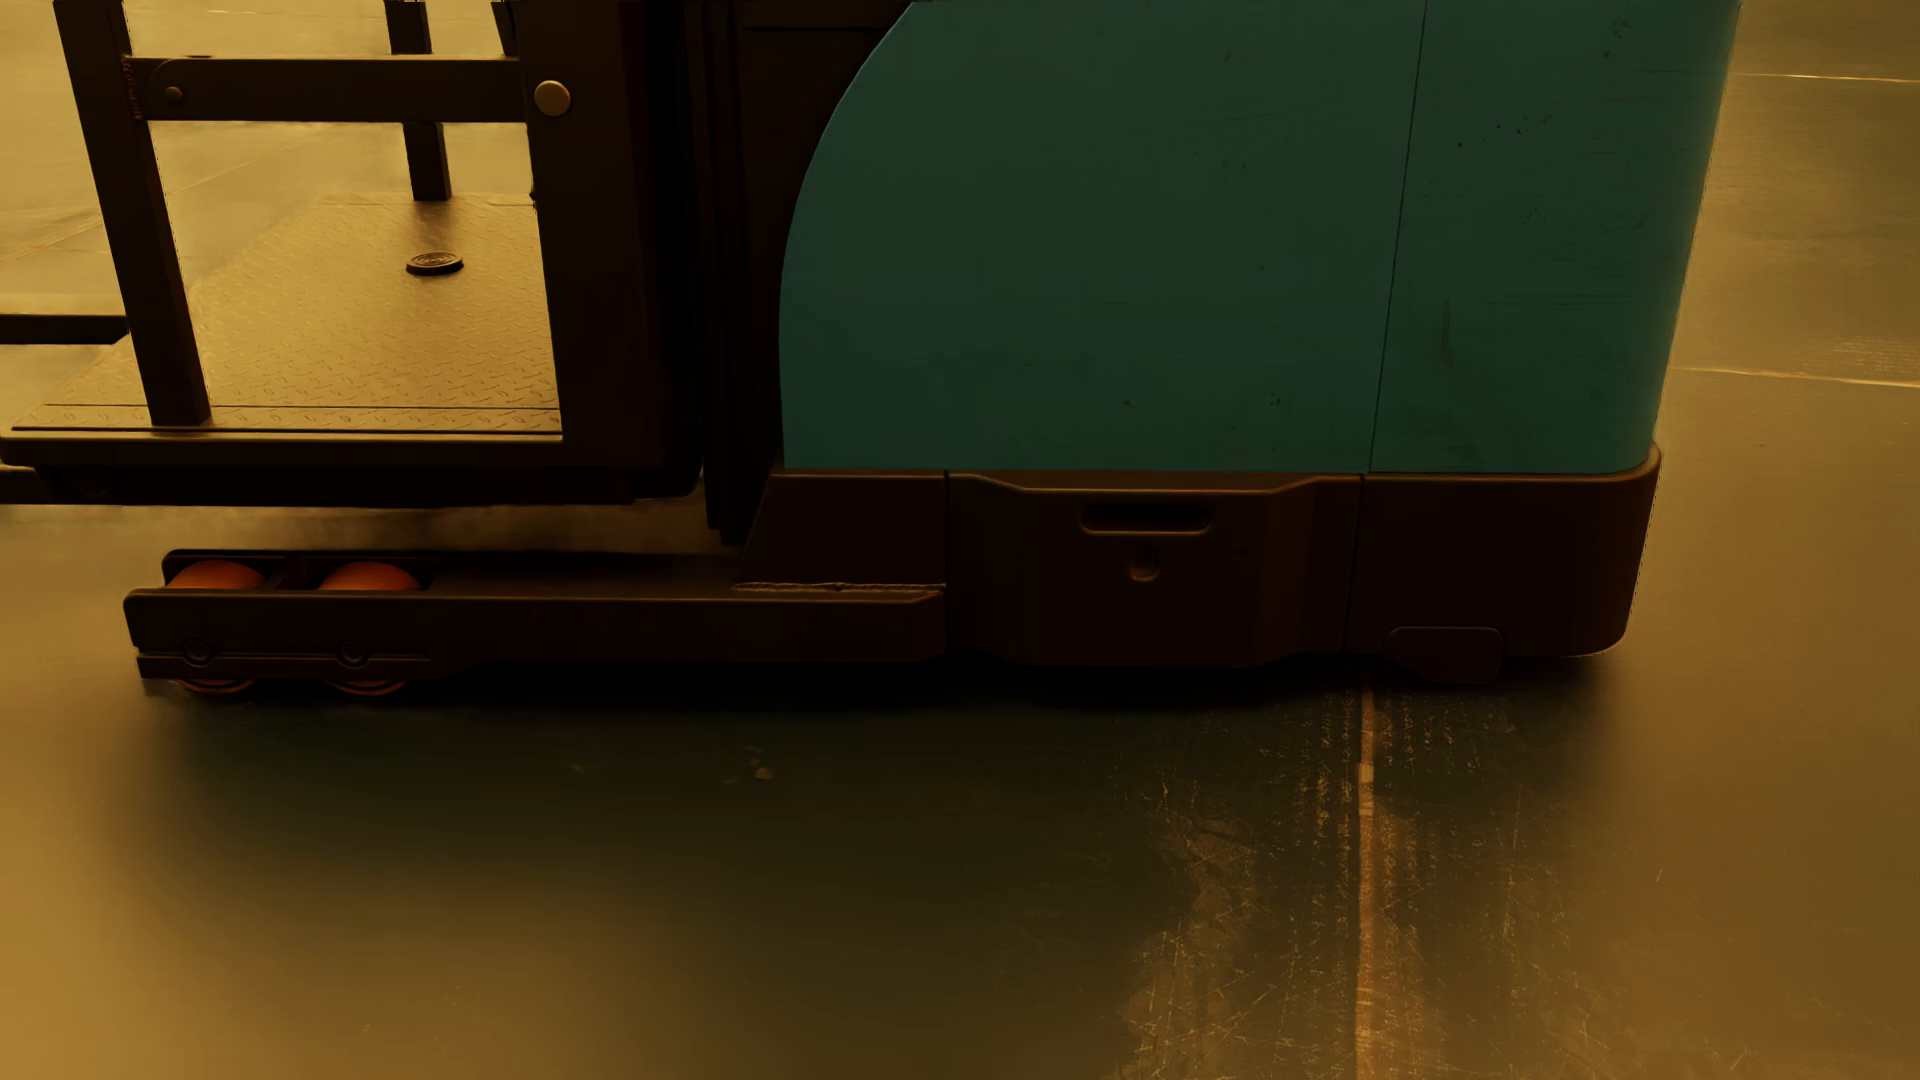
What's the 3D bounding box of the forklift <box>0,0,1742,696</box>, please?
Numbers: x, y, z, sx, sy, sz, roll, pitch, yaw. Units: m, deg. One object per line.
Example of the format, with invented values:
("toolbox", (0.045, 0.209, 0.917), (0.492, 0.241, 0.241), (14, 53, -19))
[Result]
("forklift", (-0.652, -1.349, 1.920), (3.031, 2.935, 1.130), (1, 27, 1))
